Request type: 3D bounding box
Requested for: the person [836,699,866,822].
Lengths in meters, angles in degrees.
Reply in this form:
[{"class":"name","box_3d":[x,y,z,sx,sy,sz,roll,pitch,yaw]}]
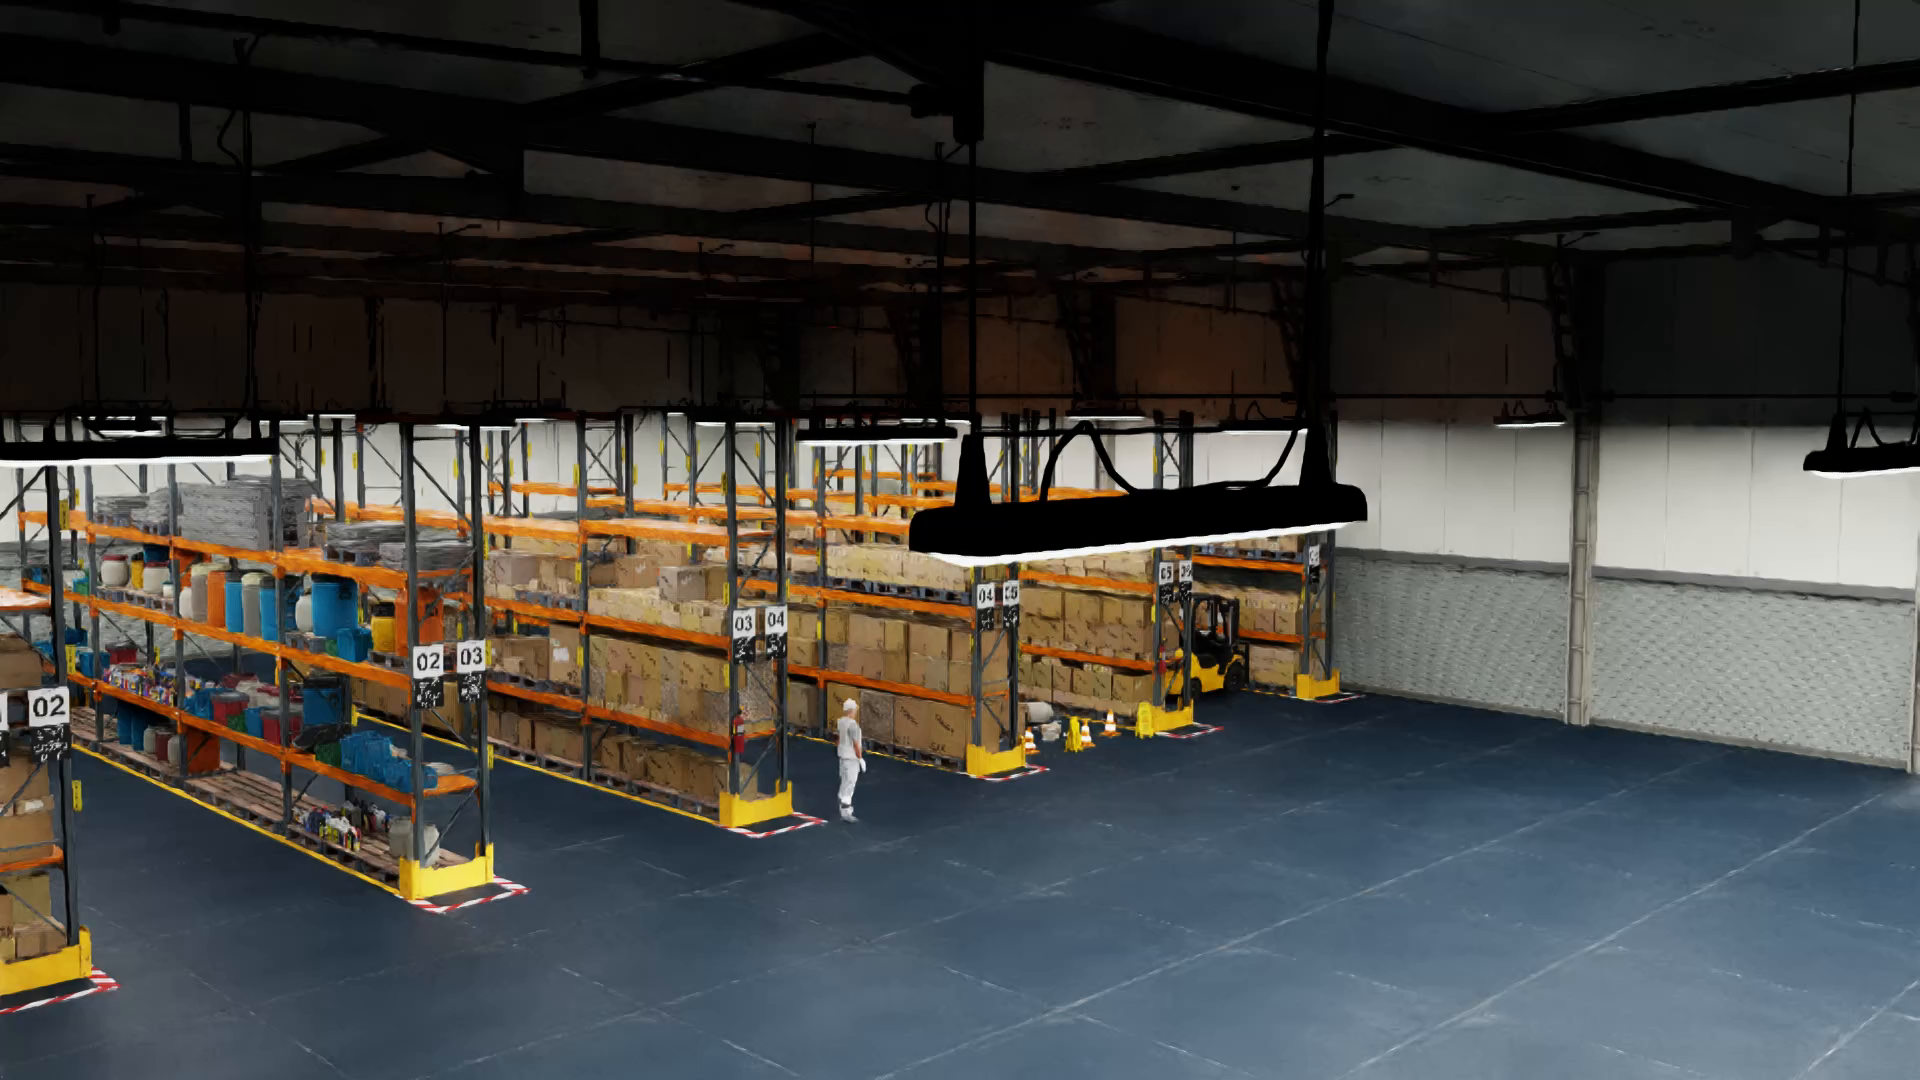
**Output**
[{"class":"person","box_3d":[-1.658,3.259,24.862,0.389,1.790,0.708,-3,6,-29]}]
